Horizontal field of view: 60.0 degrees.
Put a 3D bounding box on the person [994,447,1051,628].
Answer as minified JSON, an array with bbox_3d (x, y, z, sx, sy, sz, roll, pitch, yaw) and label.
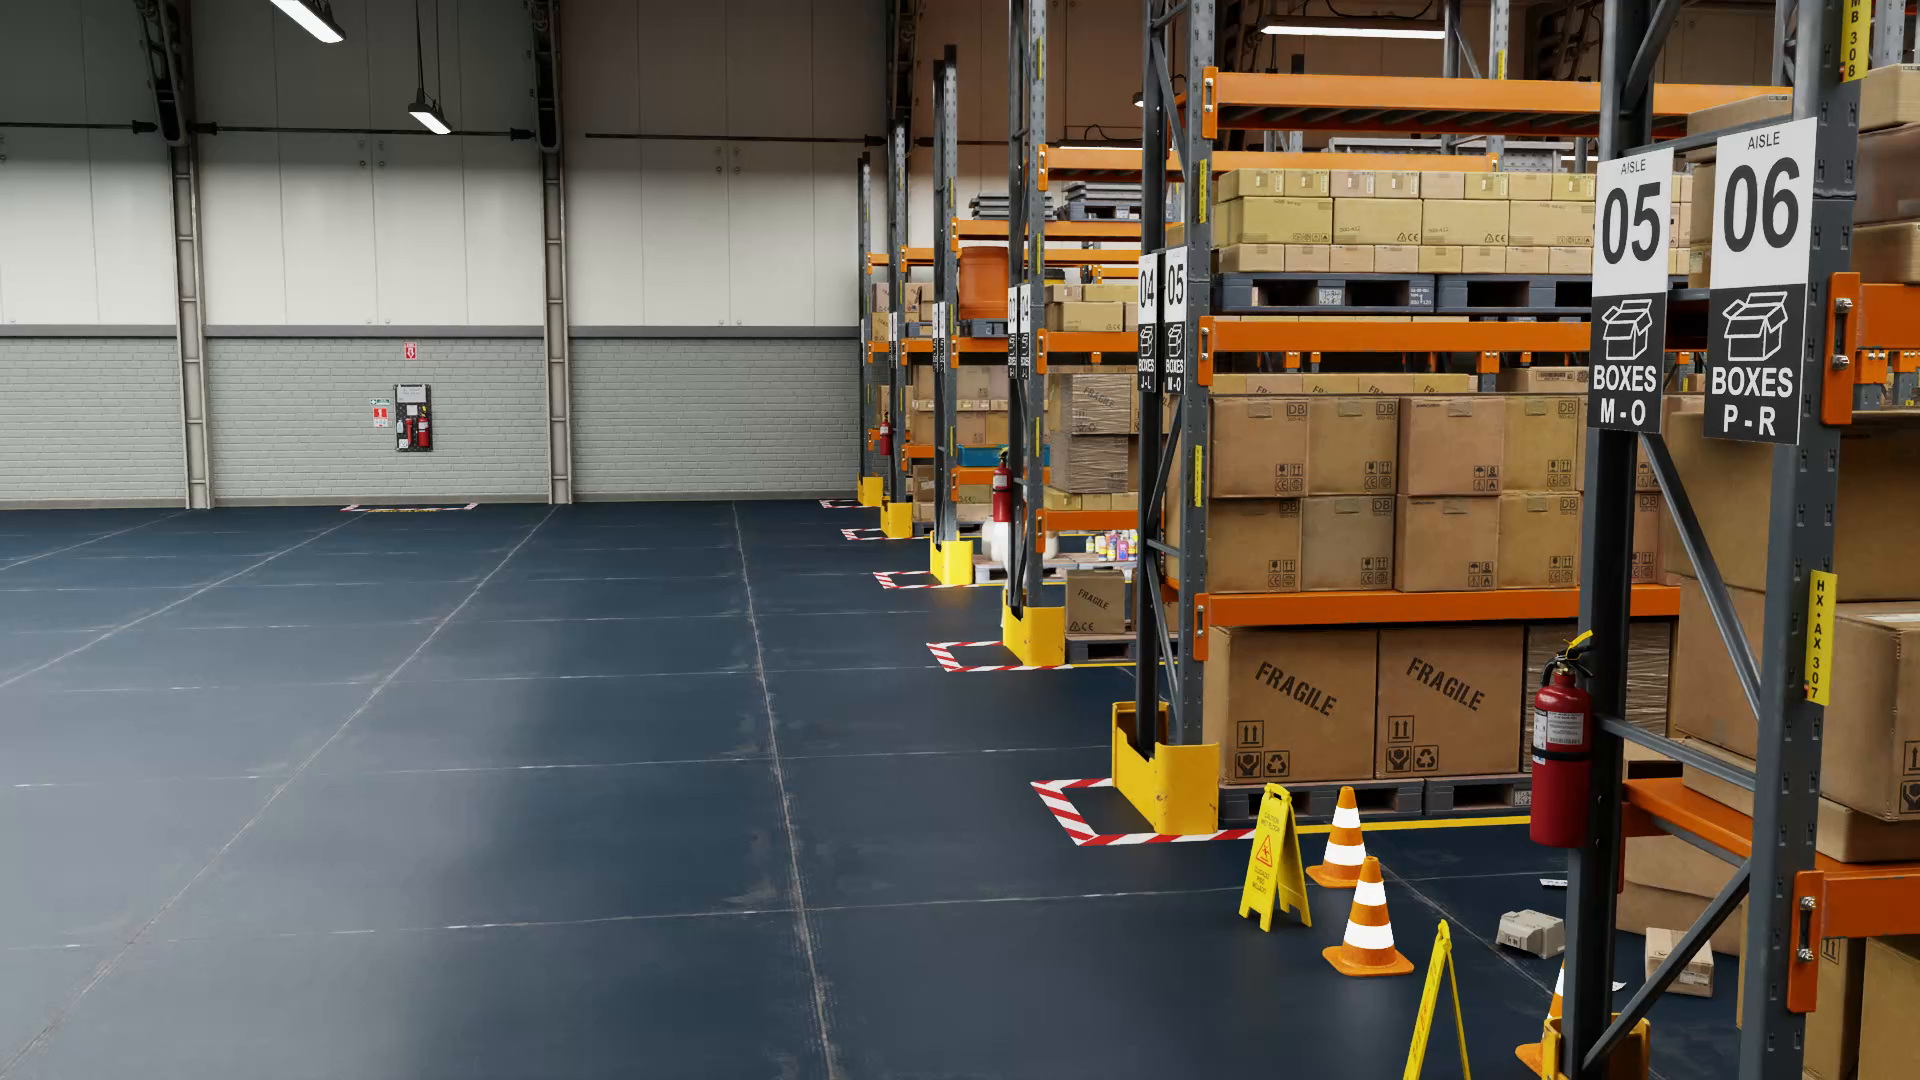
[{"bbox_3d":[0.615,-0.047,15.988,0.562,1.772,0.504,1,7,10],"label":"person"}]
